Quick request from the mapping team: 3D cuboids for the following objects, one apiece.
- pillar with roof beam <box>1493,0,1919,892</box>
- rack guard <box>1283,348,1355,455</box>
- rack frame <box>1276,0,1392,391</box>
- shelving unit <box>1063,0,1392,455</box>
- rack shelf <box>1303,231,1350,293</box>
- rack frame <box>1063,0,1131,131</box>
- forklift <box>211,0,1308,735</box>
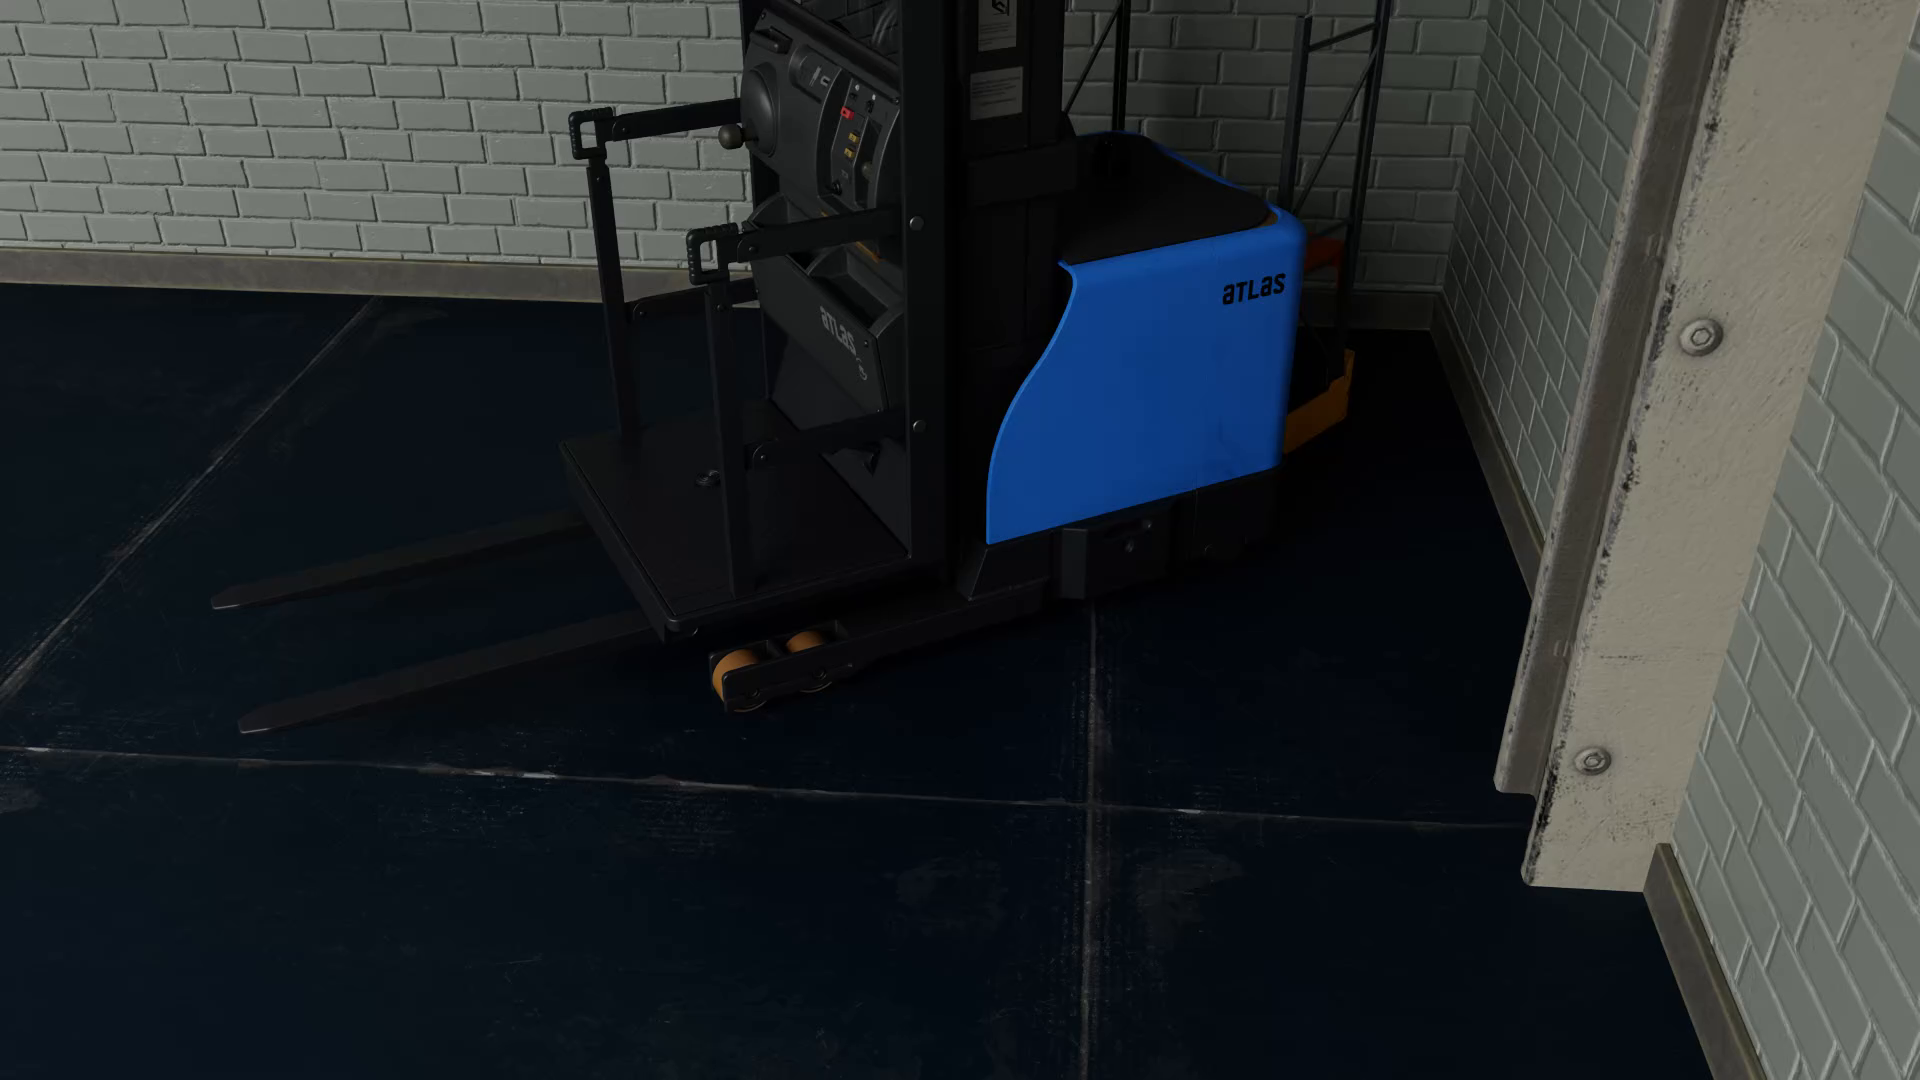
[{"bbox_3d":[-2.786,-3.297,2.023,9.100,9.000,0.400,2,32,4],"label":"pillar with roof beam"},{"bbox_3d":[1.167,-0.456,5.752,0.087,0.250,0.587,26,40,35],"label":"rack guard"},{"bbox_3d":[1.168,-0.988,5.423,0.032,1.500,0.500,26,40,35],"label":"rack frame"},{"bbox_3d":[0.803,-1.166,5.713,1.083,1.500,0.587,26,40,35],"label":"shelving unit"},{"bbox_3d":[0.796,-1.017,5.813,1.000,0.185,0.538,26,40,35],"label":"rack shelf"},{"bbox_3d":[0.424,-1.352,6.014,0.032,1.500,0.500,26,40,35],"label":"rack frame"},{"bbox_3d":[-0.556,-1.100,4.242,3.031,2.935,1.130,-15,35,-23],"label":"forklift"}]
